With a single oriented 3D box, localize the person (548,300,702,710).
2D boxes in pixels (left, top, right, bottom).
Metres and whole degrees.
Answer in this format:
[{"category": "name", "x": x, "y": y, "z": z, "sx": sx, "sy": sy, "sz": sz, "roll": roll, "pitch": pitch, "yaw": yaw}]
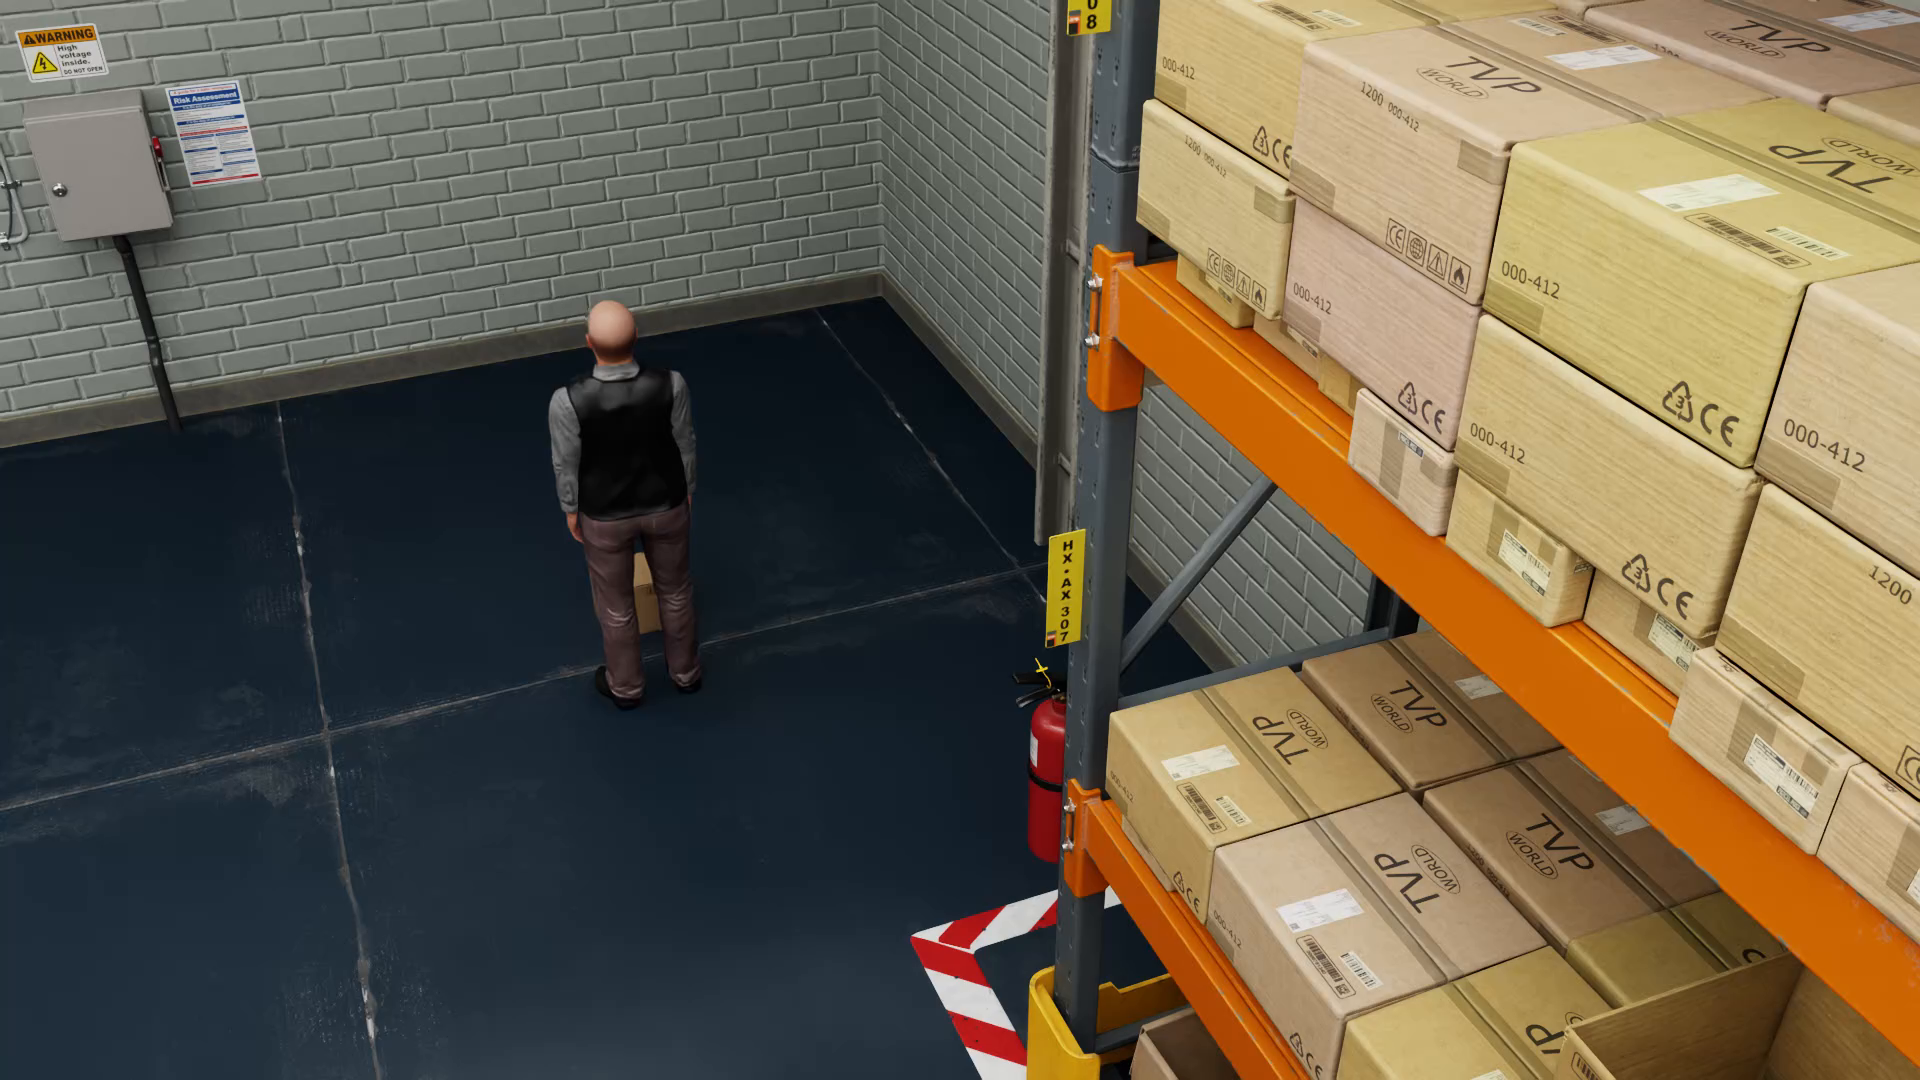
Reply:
[{"category": "person", "x": -1.257, "y": -0.125, "z": 6.356, "sx": 0.537, "sy": 1.729, "sz": 0.357, "roll": -12, "pitch": 35, "yaw": -18}]
